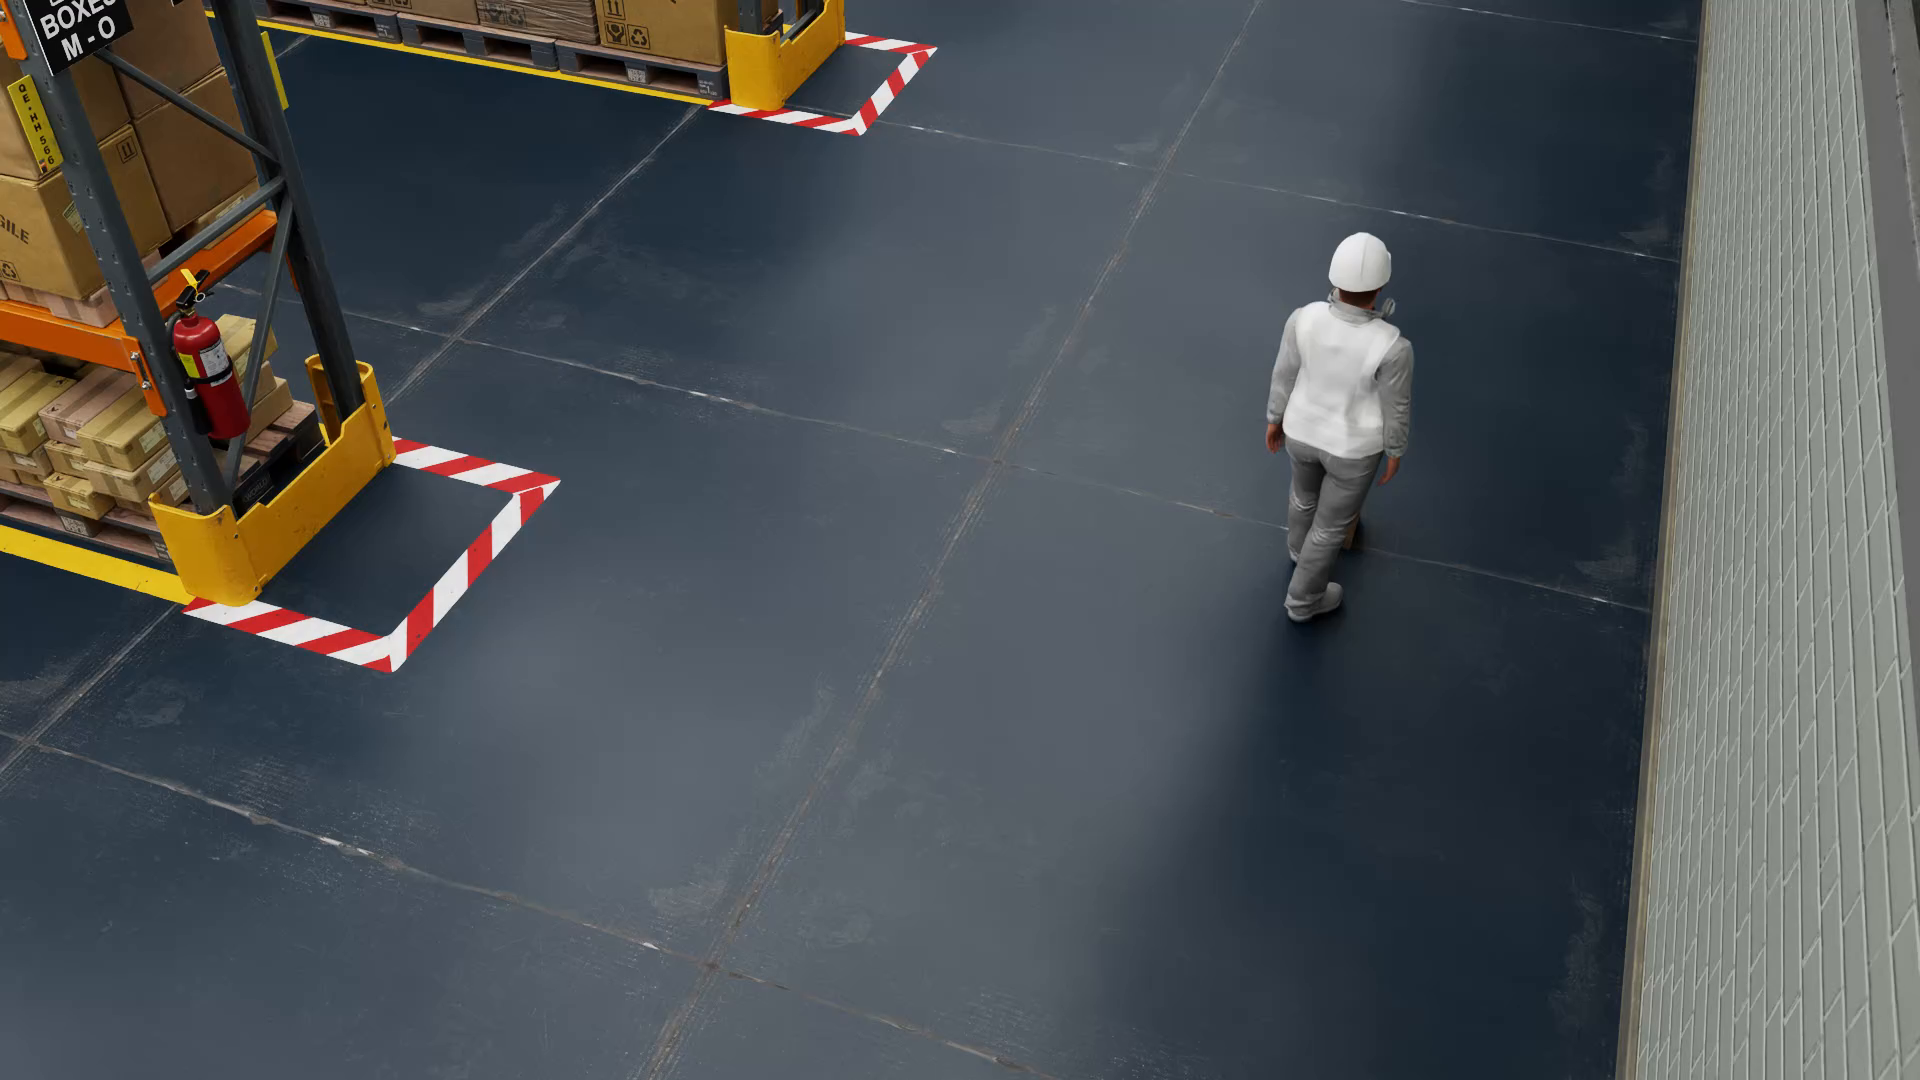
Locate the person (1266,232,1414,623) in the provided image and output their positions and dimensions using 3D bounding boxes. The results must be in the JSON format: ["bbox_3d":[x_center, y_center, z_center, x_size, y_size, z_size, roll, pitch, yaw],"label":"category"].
[{"bbox_3d":[1.568,-0.483,6.672,0.561,1.769,0.645,28,48,28],"label":"person"}]
